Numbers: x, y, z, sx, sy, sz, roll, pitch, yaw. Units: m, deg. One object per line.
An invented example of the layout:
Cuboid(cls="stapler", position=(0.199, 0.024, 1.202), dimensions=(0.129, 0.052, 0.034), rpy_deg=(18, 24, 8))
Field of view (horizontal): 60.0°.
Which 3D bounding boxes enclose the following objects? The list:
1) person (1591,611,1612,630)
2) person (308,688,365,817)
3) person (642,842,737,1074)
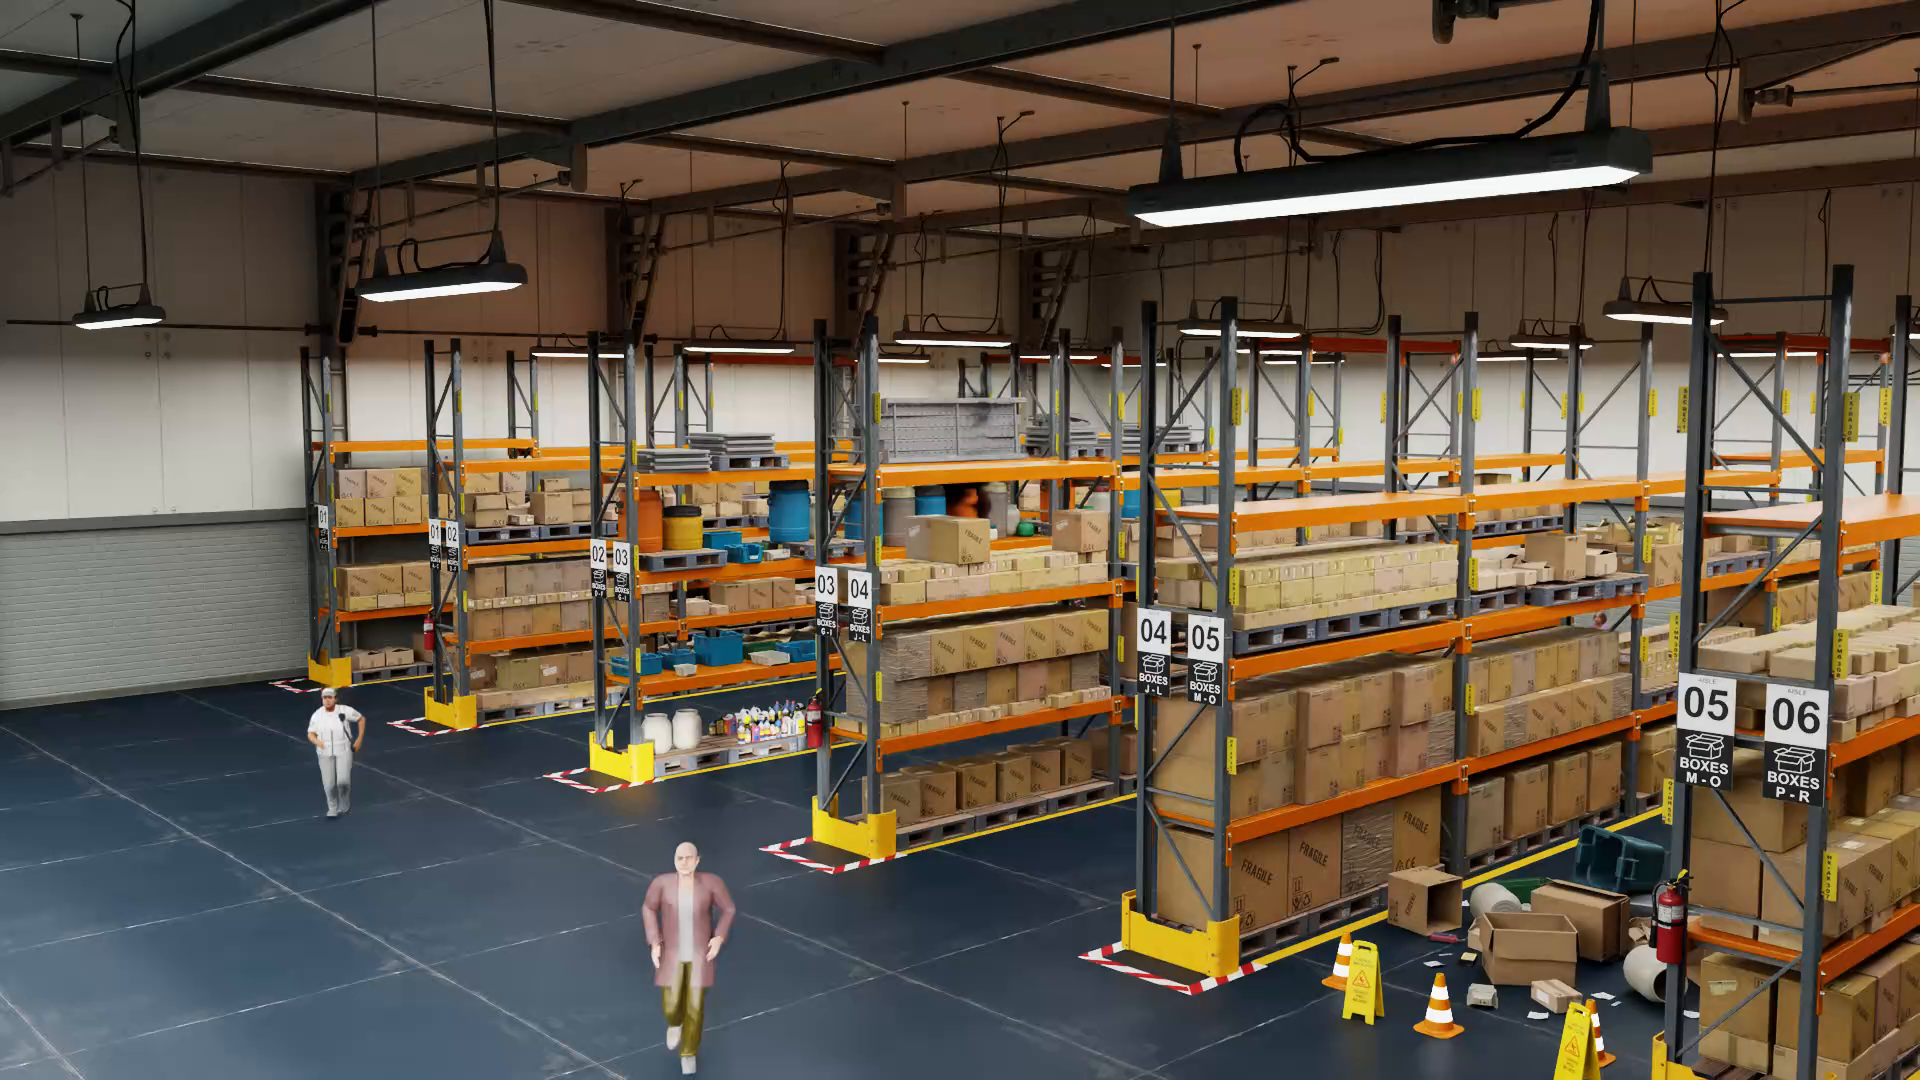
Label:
Cuboid(cls="person", position=(10.631, 1.970, 27.523), dimensions=(0.771, 1.580, 0.548), rpy_deg=(-5, 7, -42))
Cuboid(cls="person", position=(-7.537, 2.586, 20.087), dimensions=(0.625, 1.605, 0.719), rpy_deg=(-1, 5, -11))
Cuboid(cls="person", position=(-2.082, 3.176, 12.806), dimensions=(0.730, 1.749, 0.633), rpy_deg=(-1, 5, -6))
